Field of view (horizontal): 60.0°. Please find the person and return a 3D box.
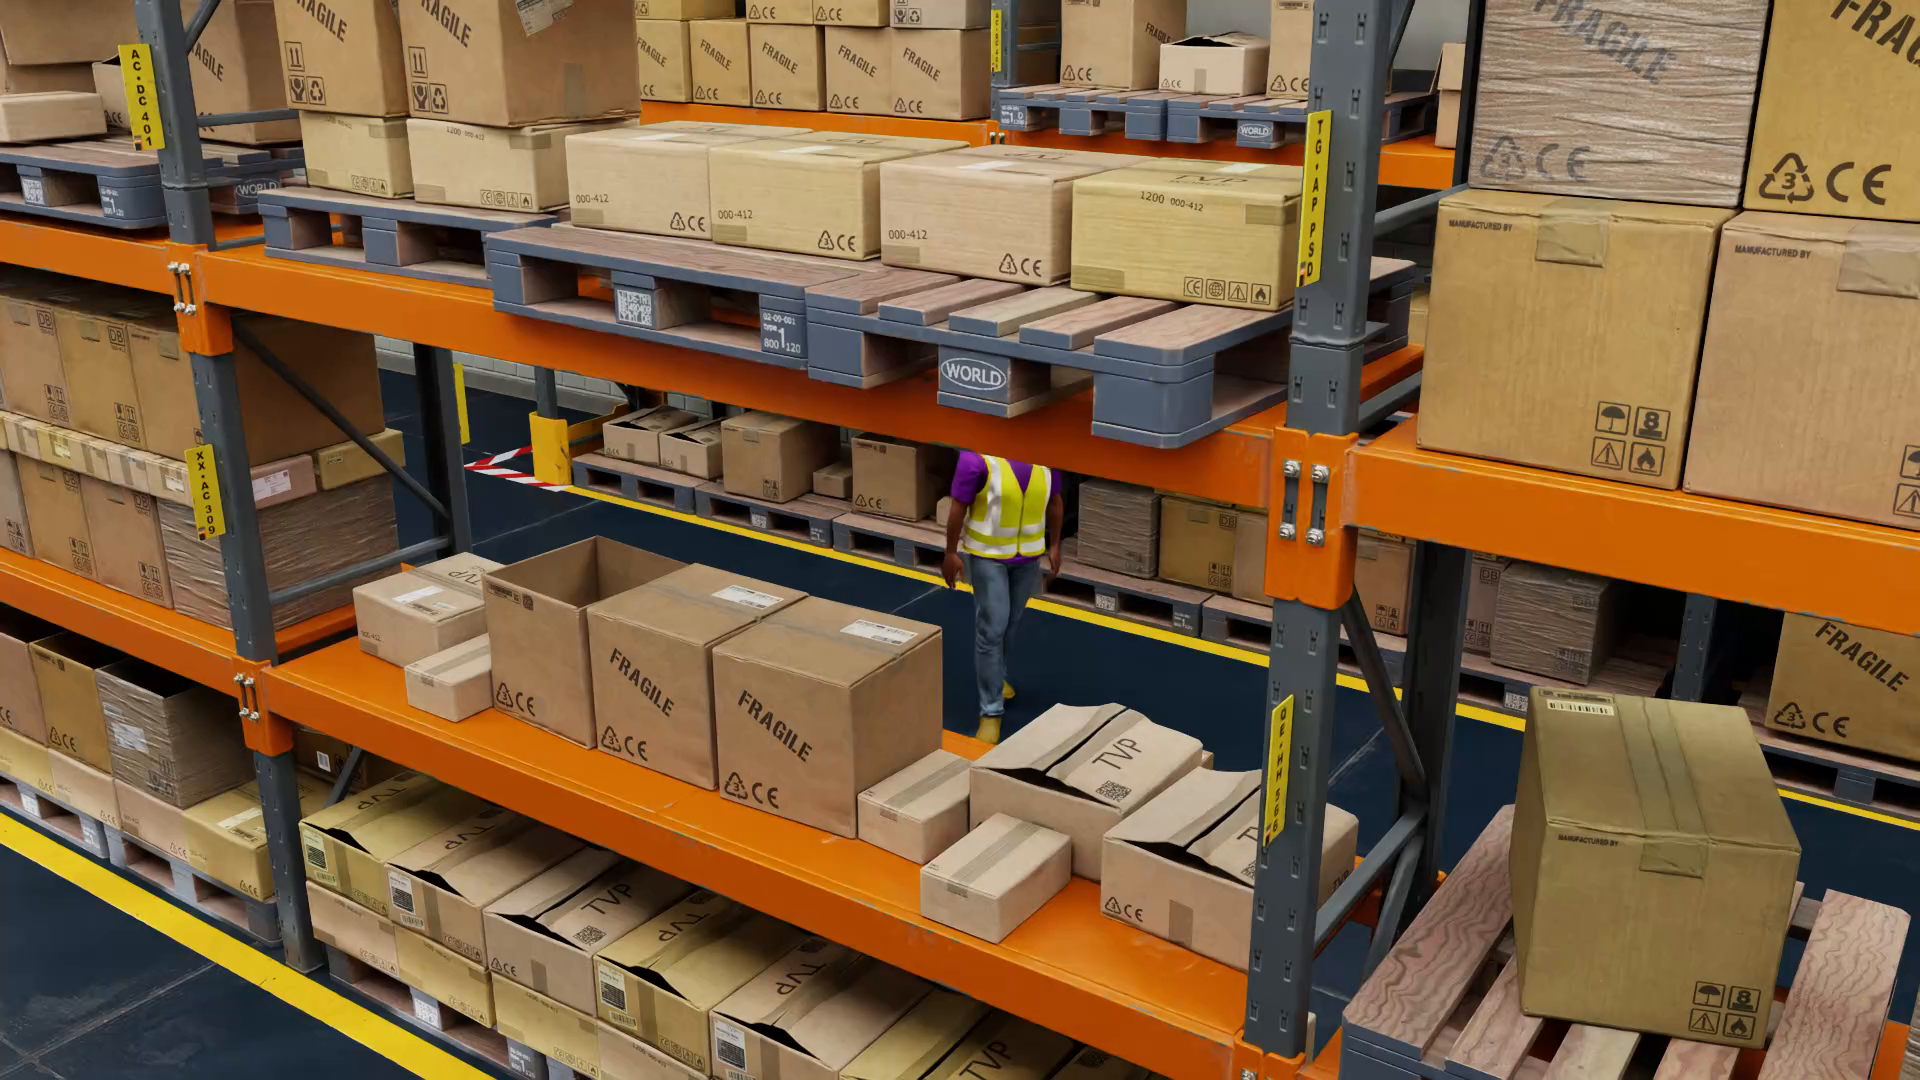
[{"bbox_3d":[0.235,0.069,8.352,0.636,1.776,0.712,-10,22,-25],"label":"person"}]
